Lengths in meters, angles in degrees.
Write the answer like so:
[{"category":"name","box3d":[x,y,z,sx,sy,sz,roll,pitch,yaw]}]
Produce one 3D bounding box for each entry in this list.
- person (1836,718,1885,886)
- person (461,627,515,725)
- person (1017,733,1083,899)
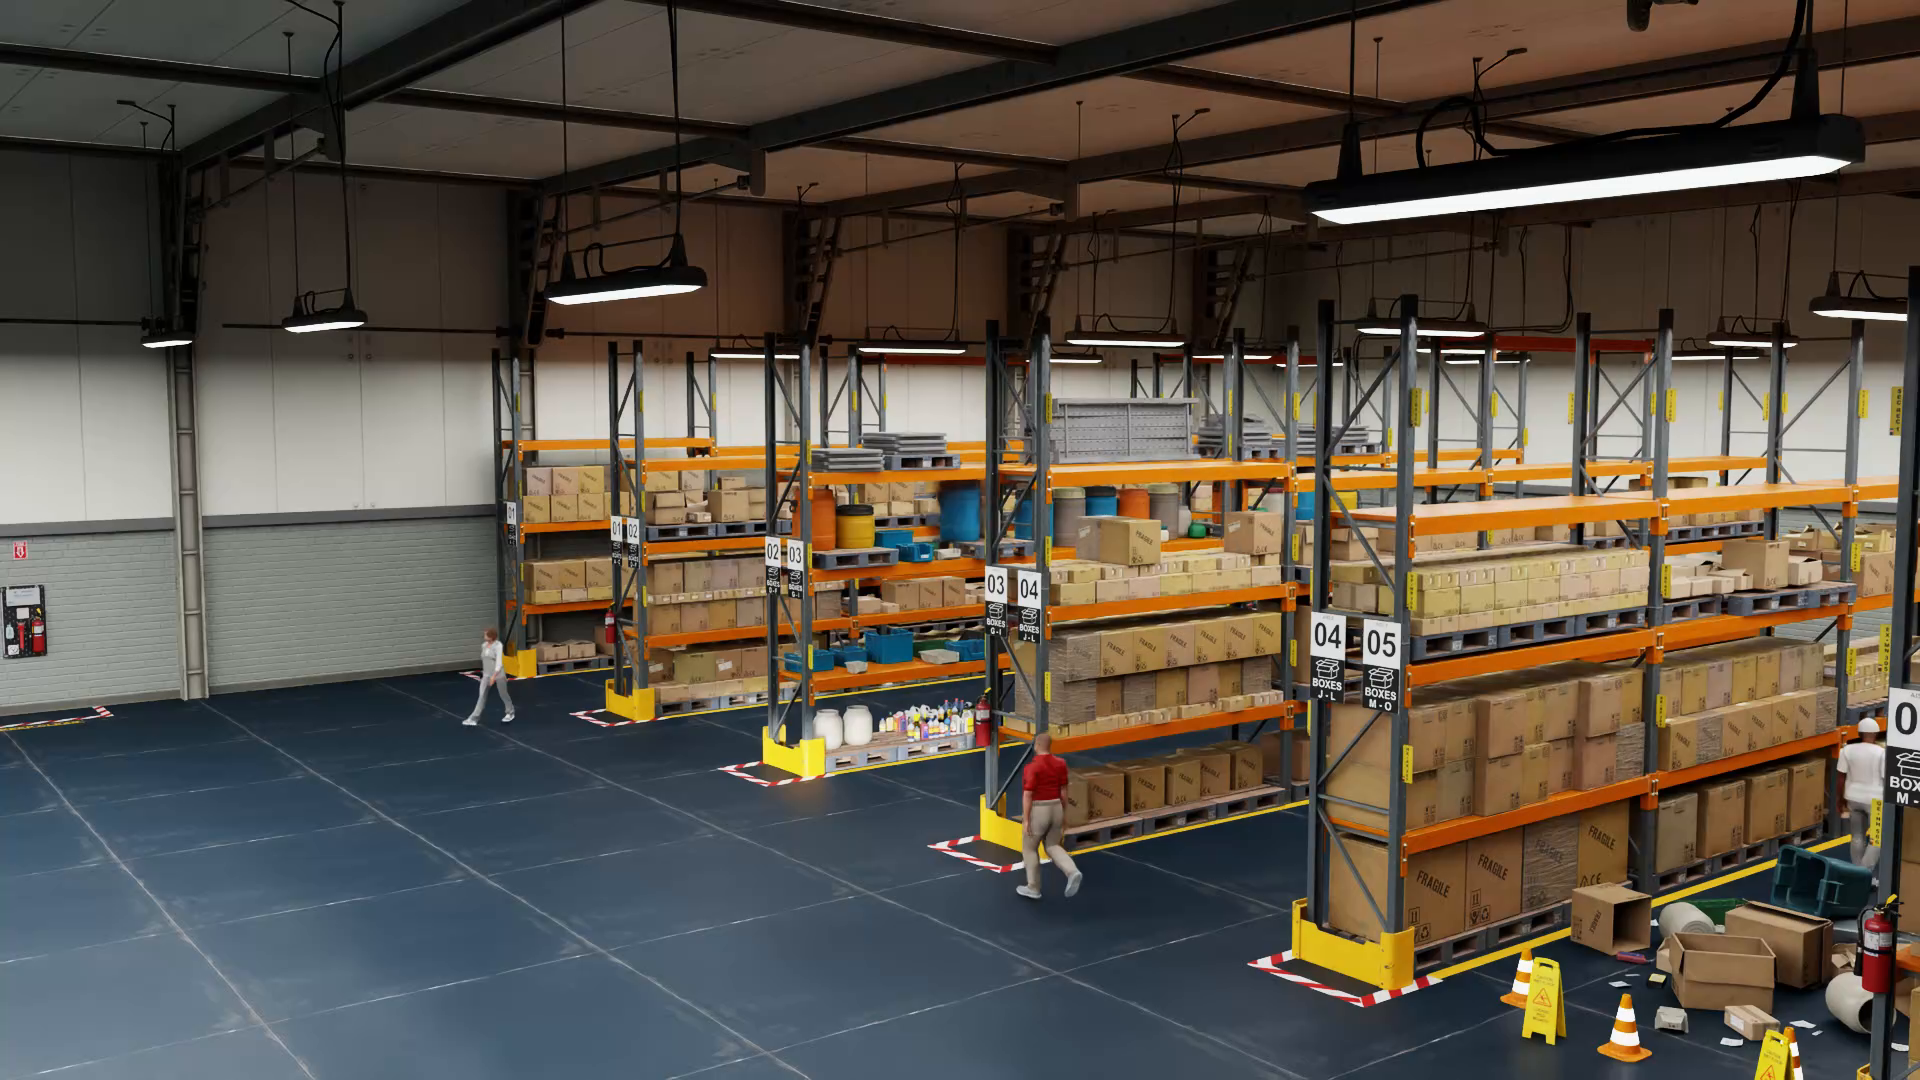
[{"category":"person","box3d":[9.528,2.756,17.505,0.548,1.765,0.594,-4,6,-38]},{"category":"person","box3d":[-7.284,2.115,25.781,0.436,1.526,1.003,2,5,18]},{"category":"person","box3d":[0.885,2.810,16.911,0.545,1.703,0.730,-4,6,-39]}]
